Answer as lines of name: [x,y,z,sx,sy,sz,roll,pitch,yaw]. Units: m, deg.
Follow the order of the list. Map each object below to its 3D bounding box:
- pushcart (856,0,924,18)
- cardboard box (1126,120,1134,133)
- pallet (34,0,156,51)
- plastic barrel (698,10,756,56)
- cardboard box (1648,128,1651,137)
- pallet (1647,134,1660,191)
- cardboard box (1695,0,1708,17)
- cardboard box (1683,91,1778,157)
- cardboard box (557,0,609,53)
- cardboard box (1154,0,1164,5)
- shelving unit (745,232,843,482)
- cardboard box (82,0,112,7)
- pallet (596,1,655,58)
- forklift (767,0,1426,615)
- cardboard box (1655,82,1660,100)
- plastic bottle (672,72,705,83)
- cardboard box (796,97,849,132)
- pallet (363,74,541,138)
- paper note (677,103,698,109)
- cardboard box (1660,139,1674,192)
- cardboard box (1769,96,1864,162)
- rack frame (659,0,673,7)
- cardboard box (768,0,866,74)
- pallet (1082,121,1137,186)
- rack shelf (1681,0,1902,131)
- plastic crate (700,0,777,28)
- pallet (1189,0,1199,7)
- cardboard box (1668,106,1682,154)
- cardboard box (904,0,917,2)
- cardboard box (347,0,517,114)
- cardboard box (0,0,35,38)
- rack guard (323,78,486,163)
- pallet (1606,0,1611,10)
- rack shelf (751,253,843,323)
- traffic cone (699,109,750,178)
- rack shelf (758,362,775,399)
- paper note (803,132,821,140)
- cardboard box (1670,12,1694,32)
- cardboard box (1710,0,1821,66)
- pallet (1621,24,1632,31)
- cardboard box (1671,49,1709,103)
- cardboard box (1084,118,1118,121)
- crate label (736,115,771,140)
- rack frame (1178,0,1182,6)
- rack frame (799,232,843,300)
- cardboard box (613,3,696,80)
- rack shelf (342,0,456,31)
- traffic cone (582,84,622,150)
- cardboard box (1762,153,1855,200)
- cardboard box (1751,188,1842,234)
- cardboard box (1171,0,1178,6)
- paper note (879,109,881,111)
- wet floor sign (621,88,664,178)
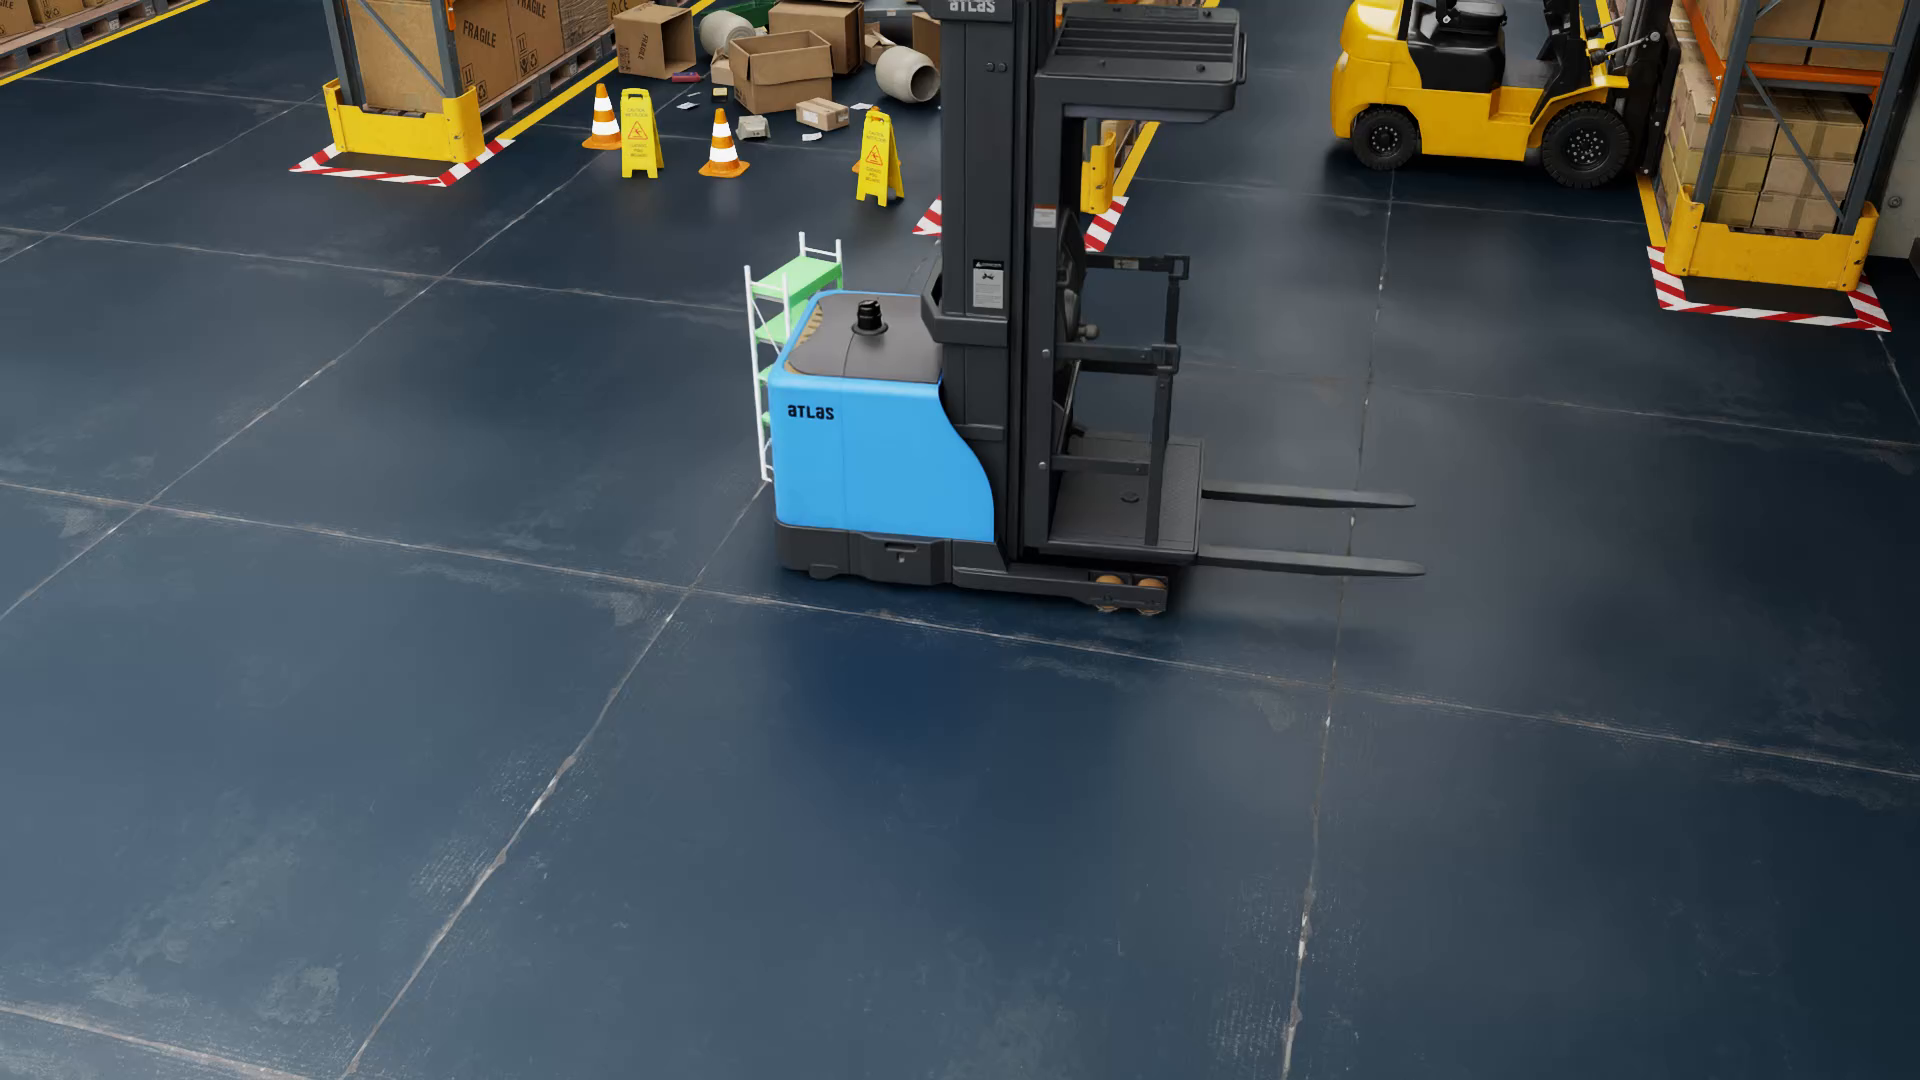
pushcart: [-0.702,-4.978,15.729,1.648,0.377,0.936,-3,33,-4]
cardboard box: [1.110,-3.386,12.952,0.500,0.250,0.500,9,34,14]
pallet: [-8.514,-4.984,15.894,1.003,0.211,1.213,8,33,12]
plastic barrel: [-2.102,-4.537,14.992,0.421,0.421,0.512,-21,38,-29]
cardboard box: [5.497,-3.142,12.568,0.500,0.250,0.500,9,34,14]
pallet: [5.768,-2.908,12.627,1.003,0.211,1.213,8,33,12]
cardboard box: [5.444,-3.918,11.524,0.500,0.500,0.500,7,33,11]
cardboard box: [5.118,-2.771,11.052,0.500,0.250,0.500,9,34,14]
cardboard box: [-3.750,-4.917,14.778,0.875,0.875,0.875,8,33,13]
cardboard box: [1.369,-4.261,13.629,0.500,0.500,0.500,10,34,15]
shelving unit: [-0.821,-0.916,8.571,0.258,1.200,0.503,16,36,24]
cardboard box: [-8.430,-5.439,15.948,0.500,0.500,0.500,5,33,8]
pallet: [-3.567,-4.861,15.700,1.003,0.211,1.213,8,33,12]
forklift: [0.682,-1.197,7.401,3.031,2.935,1.130,5,33,8]
cardboard box: [5.503,-3.362,12.449,0.500,0.250,0.500,8,33,12]
plastic bottle: [-2.378,-4.054,14.569,0.283,0.061,0.133,-3,33,-4]
cardboard box: [-1.121,-3.476,13.580,0.380,0.149,0.250,28,42,36]
pallet: [-4.186,-3.595,13.708,1.003,0.211,1.213,8,33,12]
paper note: [-2.284,-3.653,13.970,0.144,0.017,0.142,20,38,29]
cardboard box: [5.252,-2.611,11.733,0.500,0.250,0.500,8,33,12]
cardboard box: [5.608,-2.713,10.961,0.500,0.250,0.500,8,33,12]
rack frame: [-3.298,-6.422,15.556,1.000,3.000,0.127,8,33,12]
cardboard box: [-1.273,-4.471,14.687,0.797,0.637,0.503,8,33,12]
pallet: [0.760,-3.004,12.779,1.003,0.211,1.213,8,33,12]
rack shelf: [5.810,-3.785,12.078,1.077,0.370,4.000,8,33,12]
plastic crate: [-2.075,-4.991,15.872,0.662,0.188,0.450,-28,32,-37]
pallet: [1.712,-5.028,15.962,1.003,0.211,1.213,8,33,12]
cardboard box: [5.261,-2.832,11.615,0.500,0.250,0.500,8,33,12]
cardboard box: [-0.214,-5.292,15.402,0.500,0.500,0.500,8,33,12]
cardboard box: [-4.205,-3.988,13.316,0.875,0.875,0.875,8,33,13]
cardboard box: [-8.792,-4.833,14.995,0.500,0.500,0.500,17,36,25]
rack guard: [-4.319,-3.279,12.941,1.175,0.500,0.348,8,33,12]
pallet: [7.086,-5.603,16.868,1.003,0.211,1.213,8,33,12]
rack shelf: [-0.825,-1.269,8.349,0.258,0.148,0.480,16,36,24]
traffic cone: [-1.798,-3.027,12.581,0.336,0.463,0.334,8,33,12]
rack shelf: [-0.821,-0.862,8.605,0.258,0.148,0.480,16,36,24]
paper note: [-1.185,-3.233,13.307,0.148,0.019,0.142,-3,33,-4]
cardboard box: [5.637,-3.833,12.723,0.500,0.250,0.500,9,34,14]
cardboard box: [5.173,-3.384,10.684,0.500,0.500,0.500,7,33,11]
pallet: [6.467,-4.337,14.876,1.003,0.211,1.213,8,33,12]
cardboard box: [5.360,-3.300,11.884,0.500,0.250,0.500,8,33,13]
cardboard box: [0.978,-3.451,12.355,0.500,0.500,0.500,7,33,11]
crate label: [-1.659,-3.306,13.323,0.250,0.136,0.298,-8,33,-13]
rack frame: [1.516,-5.800,14.578,1.000,3.000,0.127,8,33,12]
rack frame: [-0.705,-1.031,8.752,0.240,1.200,0.015,16,36,24]
cardboard box: [-2.699,-4.423,14.739,0.500,0.500,0.500,14,35,21]
rack shelf: [-3.806,-5.080,14.116,1.077,0.370,4.000,8,33,12]
traffic cone: [-2.805,-3.358,13.100,0.336,0.463,0.334,8,33,12]
cardboard box: [5.623,-2.494,11.083,0.500,0.250,0.500,9,33,13]
cardboard box: [5.616,-2.296,11.237,0.500,0.250,0.500,8,33,13]
cardboard box: [1.625,-4.790,14.461,0.500,0.500,0.500,8,33,12]
paper note: [-0.693,-3.574,13.862,0.032,0.001,0.123,8,33,12]
wet floor sign: [-2.405,-3.068,12.474,0.267,0.644,0.232,3,33,4]
